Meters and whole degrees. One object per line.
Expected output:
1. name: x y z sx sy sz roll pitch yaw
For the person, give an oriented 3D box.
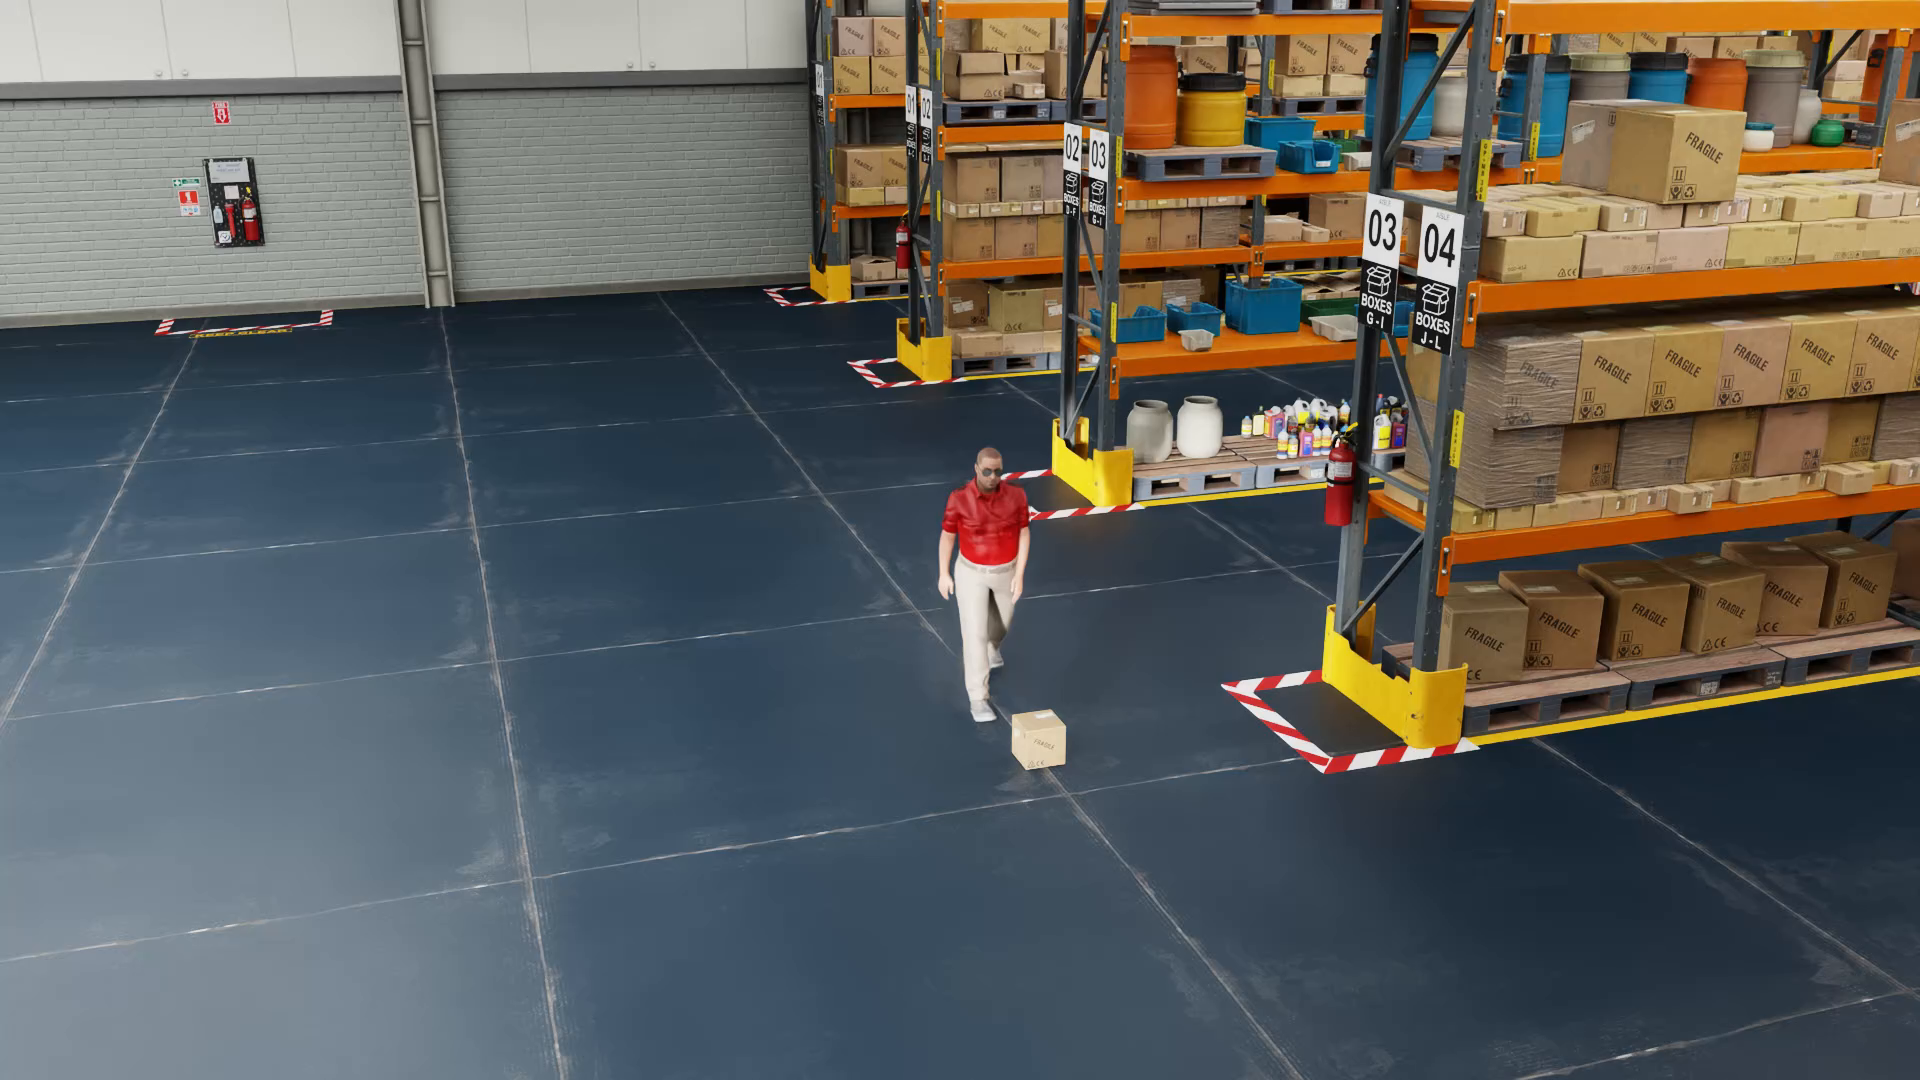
1. person: 0.162 0.212 10.506 0.557 1.677 1.056 -5 20 -14
